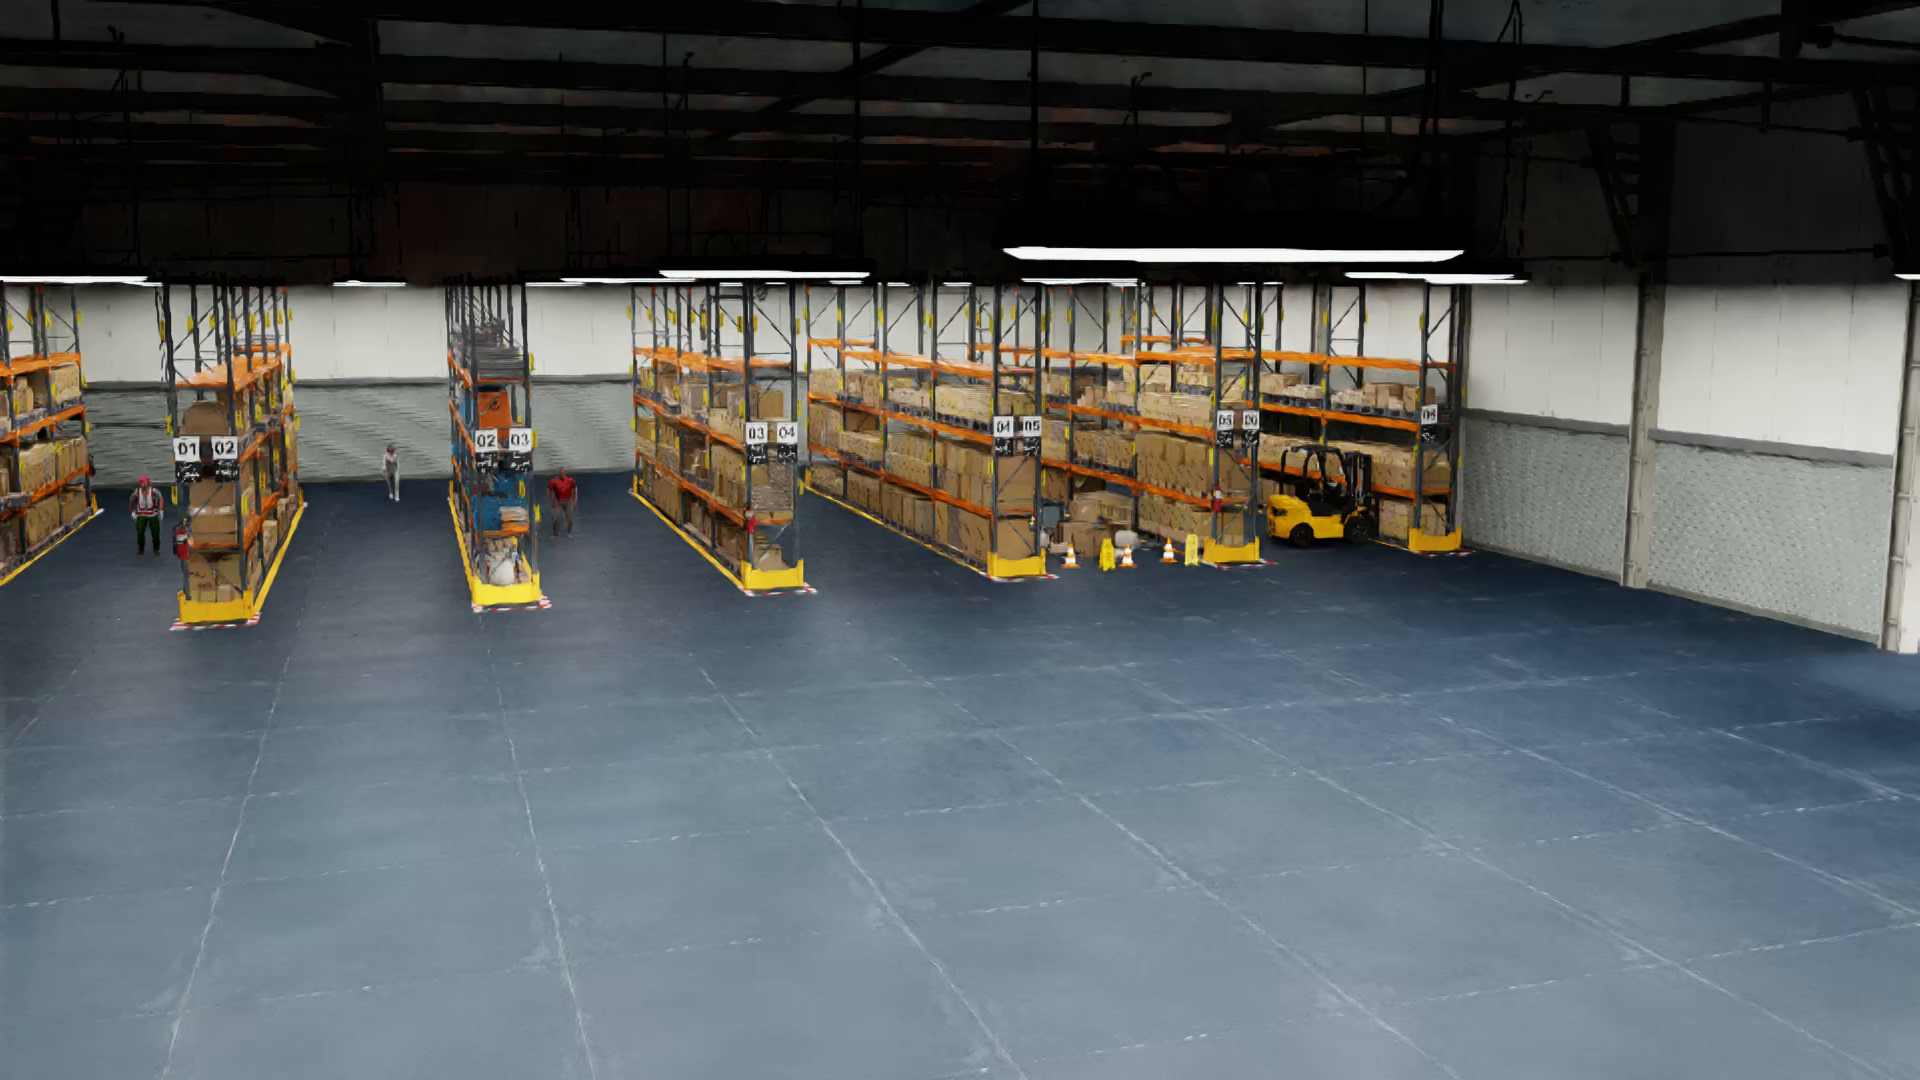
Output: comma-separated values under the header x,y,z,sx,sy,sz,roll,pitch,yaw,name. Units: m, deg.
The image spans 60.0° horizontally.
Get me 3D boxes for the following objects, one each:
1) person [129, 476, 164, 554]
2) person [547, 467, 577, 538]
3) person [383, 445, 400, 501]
x,y,z,sx,sy,sz,roll,pitch,yaw,name
-17.535,-0.531,35.880,0.677,1.742,0.552,-3,9,-20,person
-9.133,-0.857,38.229,0.682,1.676,0.529,-3,9,-20,person
-15.407,-1.834,45.083,0.417,1.517,1.037,-2,9,-16,person
